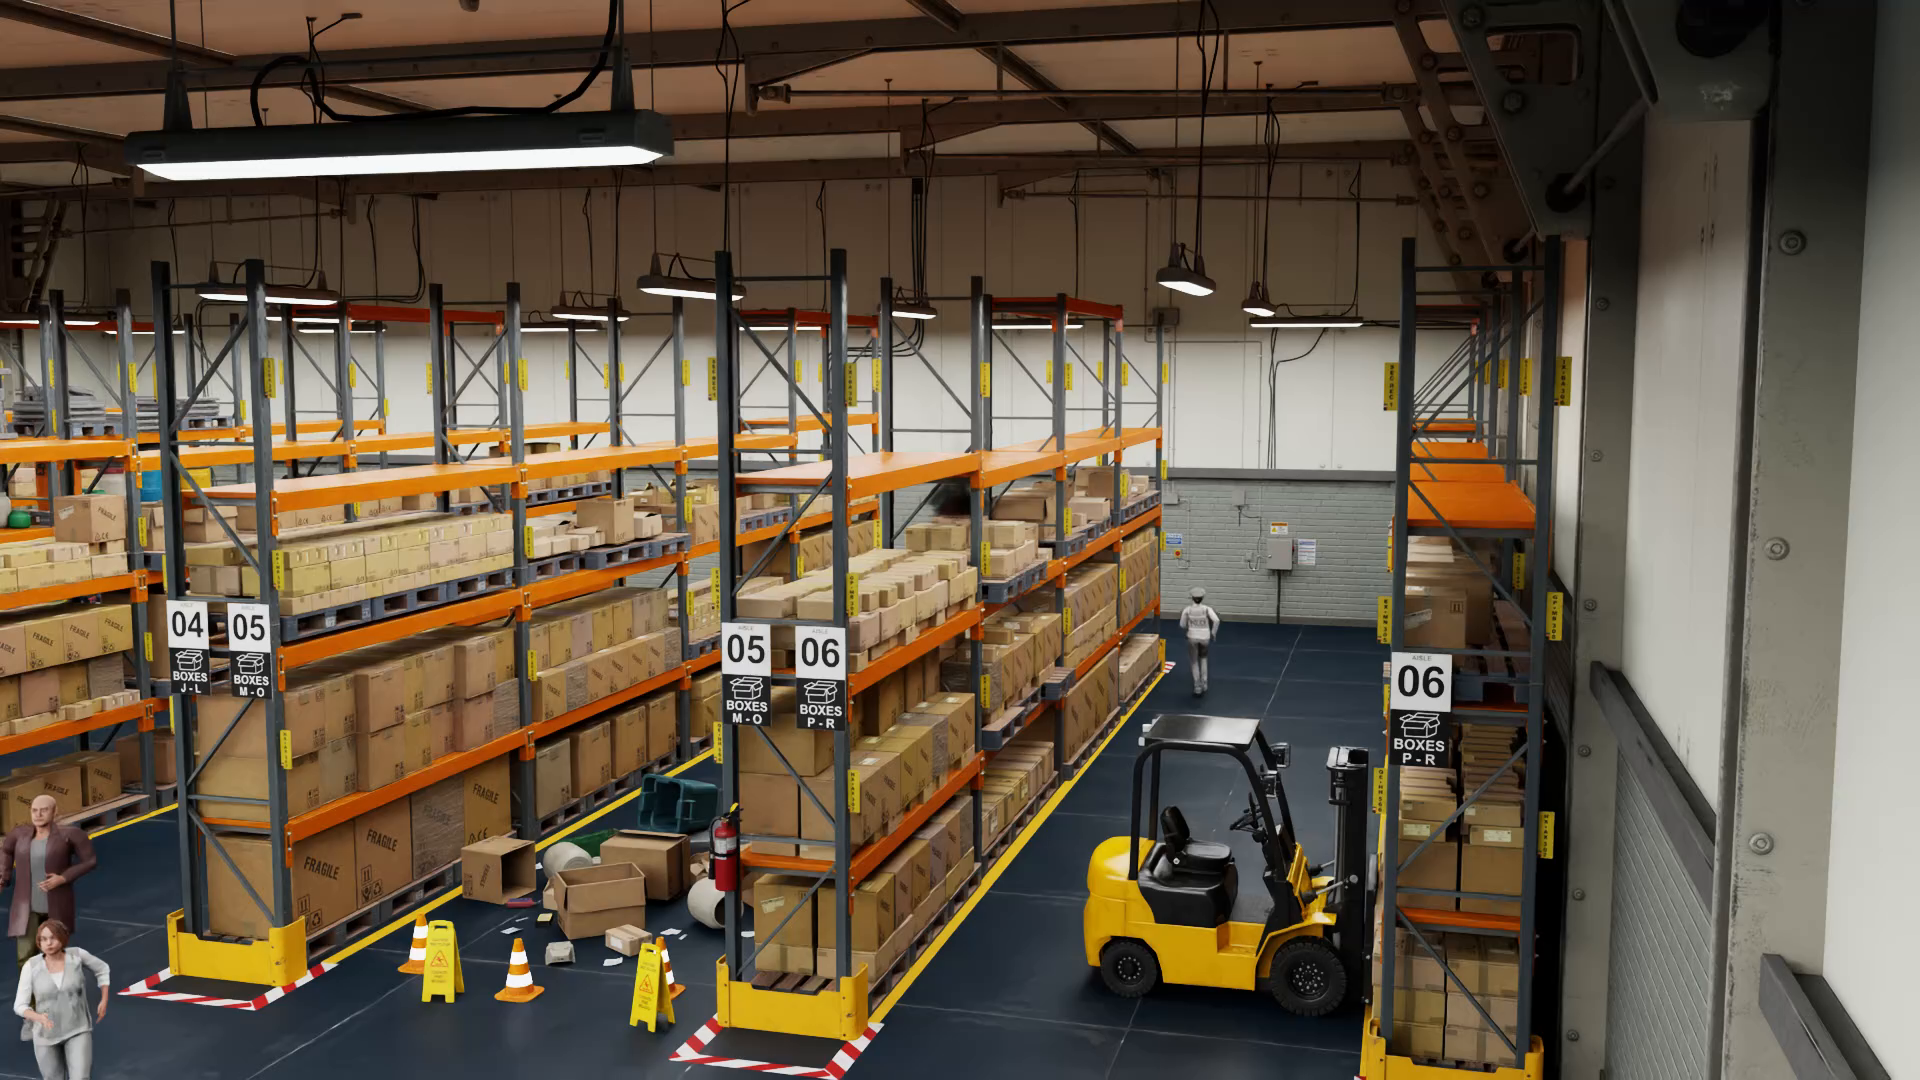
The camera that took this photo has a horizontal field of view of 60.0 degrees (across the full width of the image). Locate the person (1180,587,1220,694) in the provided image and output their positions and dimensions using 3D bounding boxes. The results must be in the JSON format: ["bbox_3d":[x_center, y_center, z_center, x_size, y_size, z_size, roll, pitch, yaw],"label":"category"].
[{"bbox_3d":[3.747,1.562,26.106,0.598,1.669,0.611,0,6,2],"label":"person"}]

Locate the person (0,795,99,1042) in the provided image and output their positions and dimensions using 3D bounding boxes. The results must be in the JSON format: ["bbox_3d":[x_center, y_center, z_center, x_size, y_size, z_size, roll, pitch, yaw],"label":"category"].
[{"bbox_3d":[-7.170,2.910,13.083,0.737,1.848,0.889,-2,6,-16],"label":"person"}]

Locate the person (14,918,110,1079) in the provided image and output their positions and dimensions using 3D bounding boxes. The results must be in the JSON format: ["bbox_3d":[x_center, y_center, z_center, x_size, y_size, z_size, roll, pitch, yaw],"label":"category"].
[{"bbox_3d":[-5.833,3.250,10.832,0.546,1.609,0.685,-3,7,-25],"label":"person"}]
